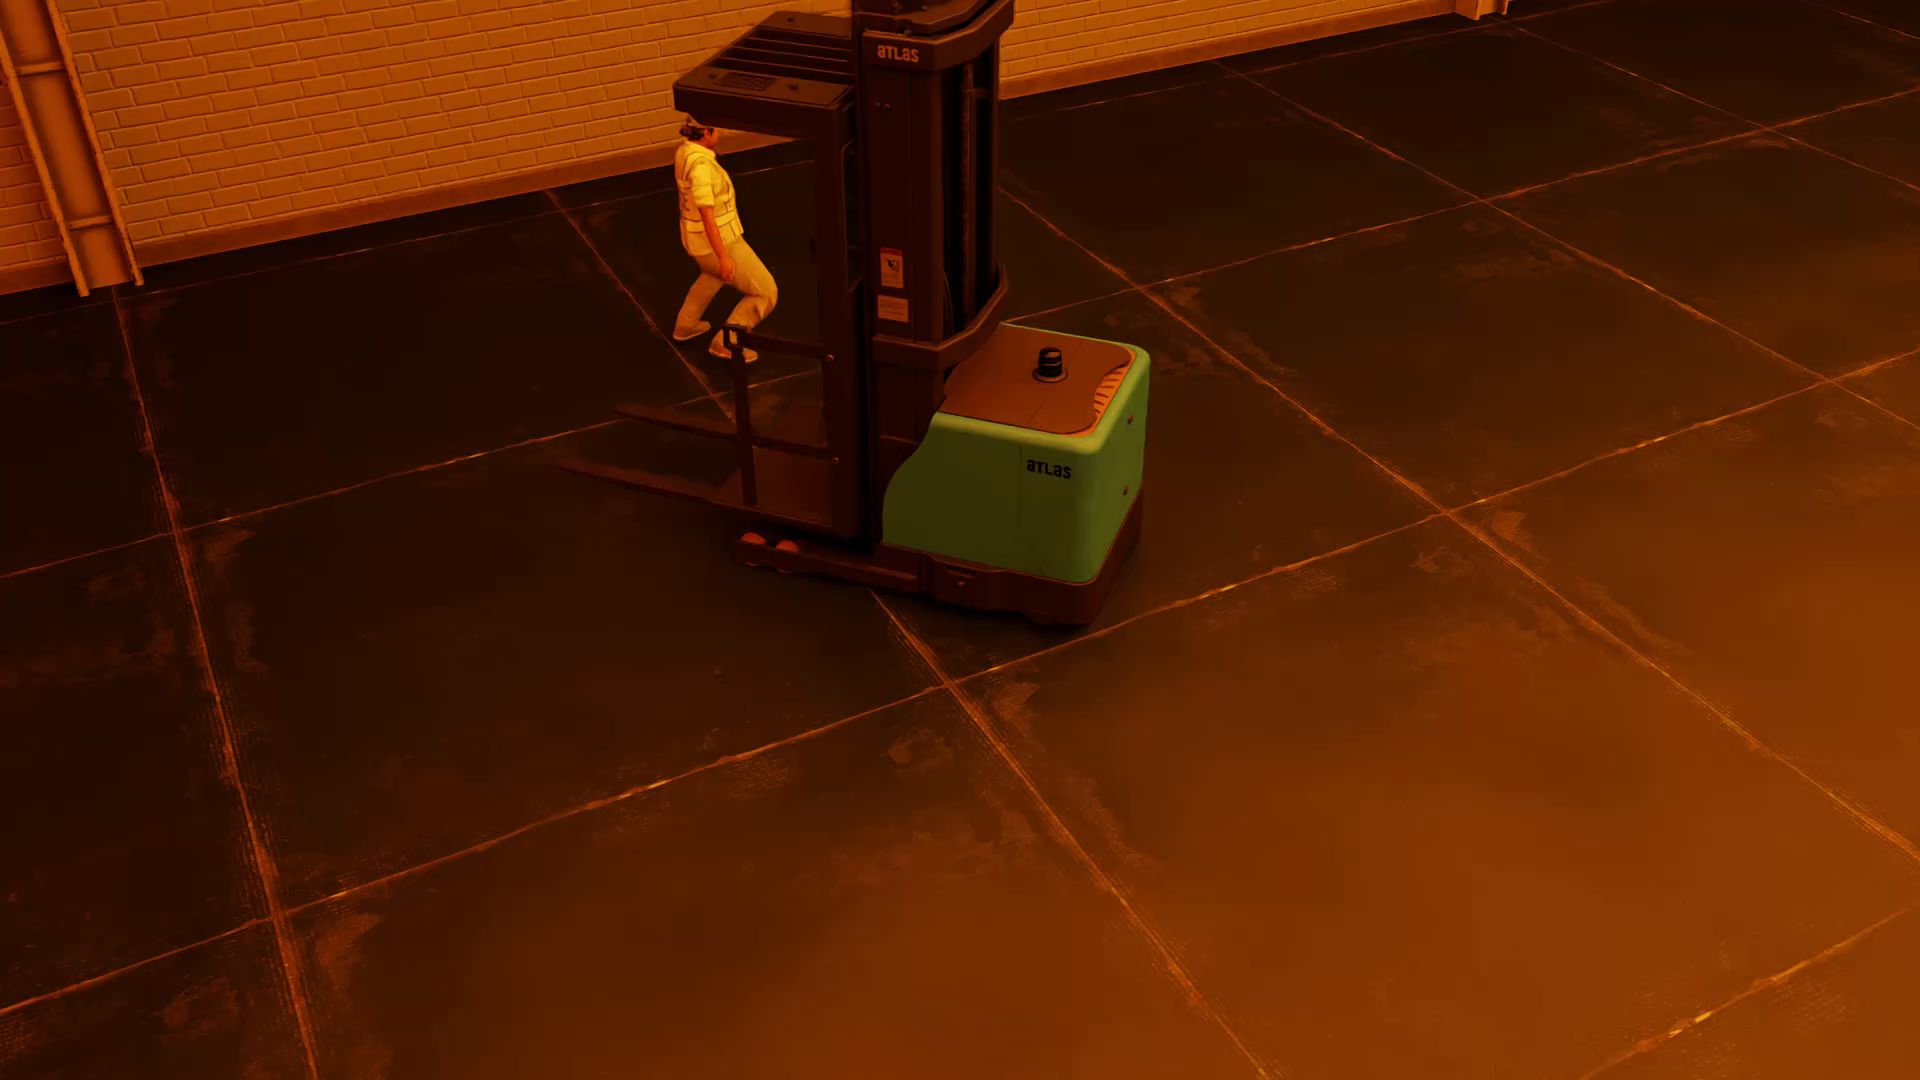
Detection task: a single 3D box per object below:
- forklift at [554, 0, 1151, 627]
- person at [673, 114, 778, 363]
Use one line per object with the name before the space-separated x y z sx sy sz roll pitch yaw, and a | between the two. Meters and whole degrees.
forklift | -0.626 -1.299 7.960 3.031 2.935 1.130 12 37 16
person | -1.454 -1.814 9.896 0.588 1.570 0.864 -11 37 -15
